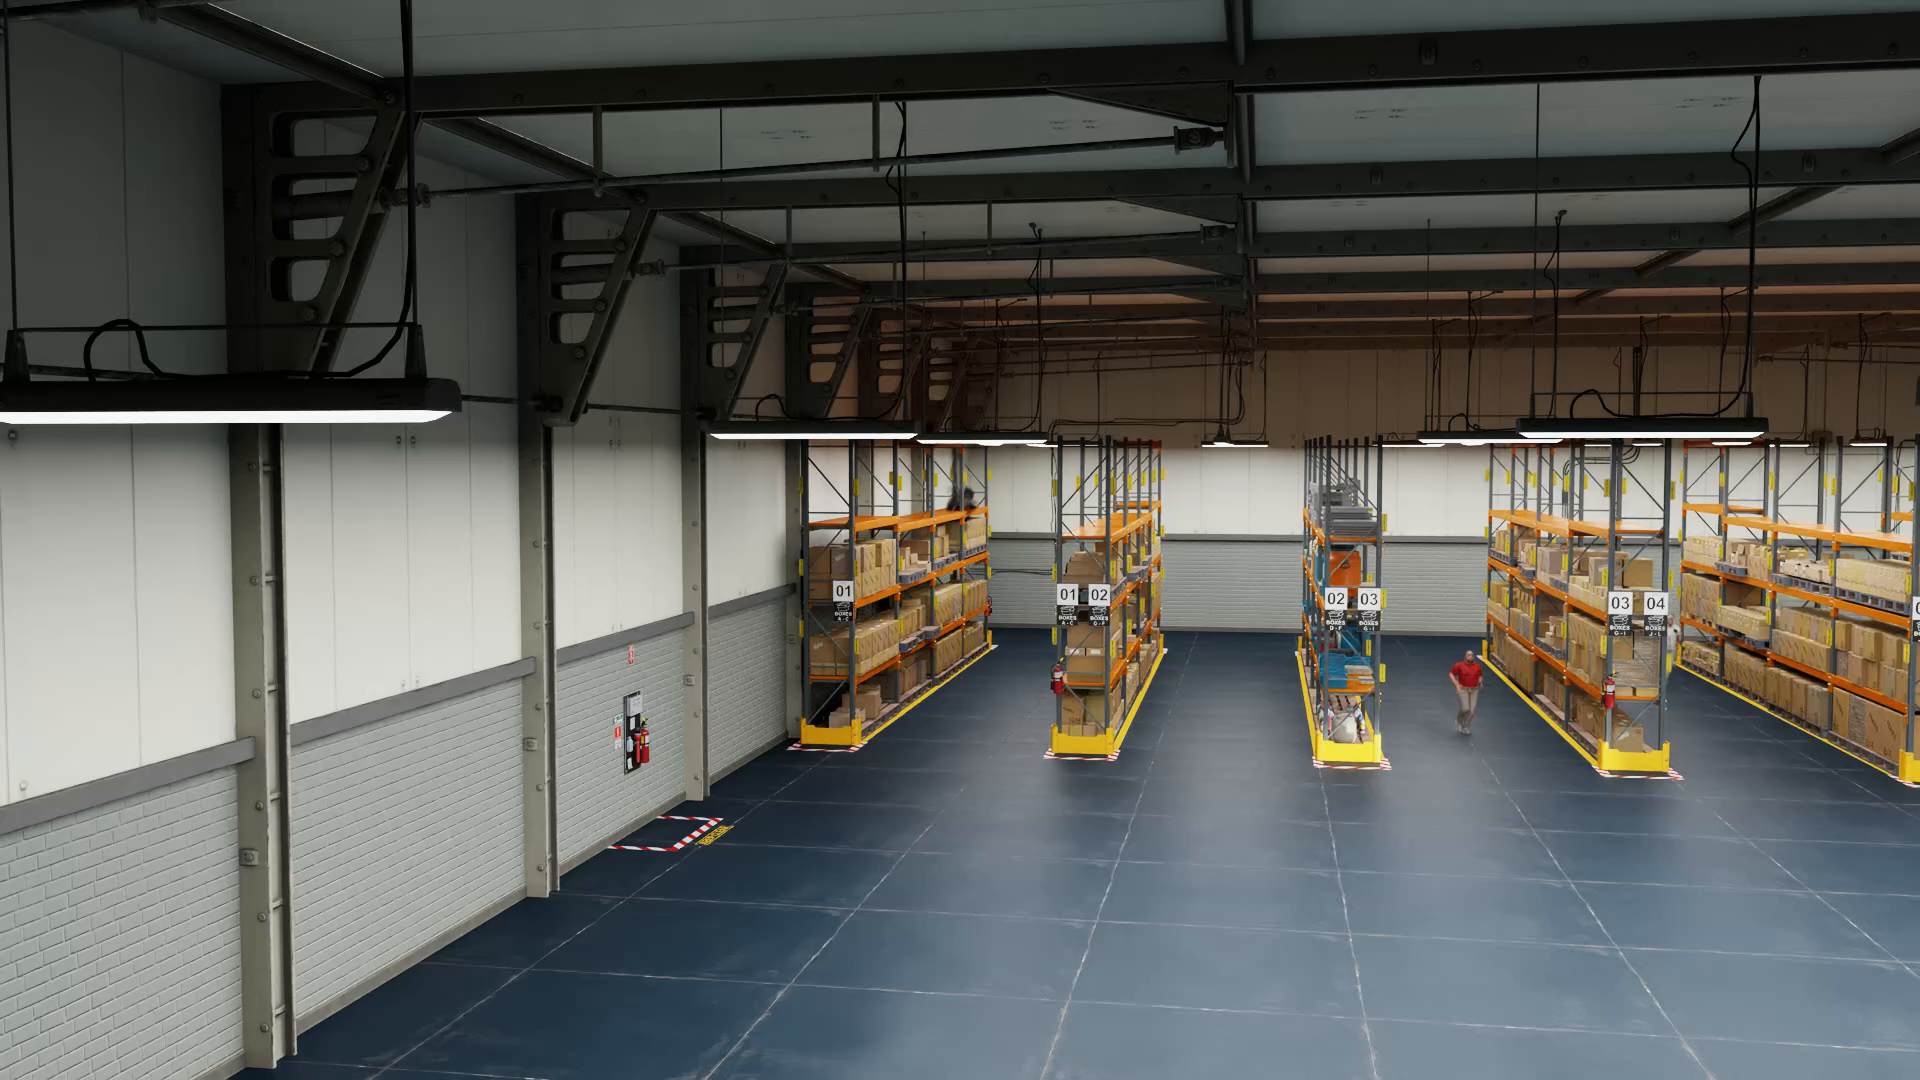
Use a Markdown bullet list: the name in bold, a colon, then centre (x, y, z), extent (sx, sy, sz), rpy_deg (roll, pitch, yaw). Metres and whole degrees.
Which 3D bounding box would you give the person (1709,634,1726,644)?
- **person**: centre (20.669, 2.384, 45.313), extent (0.739, 1.820, 0.678), rpy_deg (0, 3, 6)

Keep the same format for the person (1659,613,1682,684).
- **person**: centre (17.371, 2.653, 40.799), extent (0.673, 1.742, 0.584), rpy_deg (0, 3, 9)

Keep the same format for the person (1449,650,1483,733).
- **person**: centre (10.219, 3.064, 33.406), extent (0.634, 1.689, 0.607), rpy_deg (0, 3, -5)
